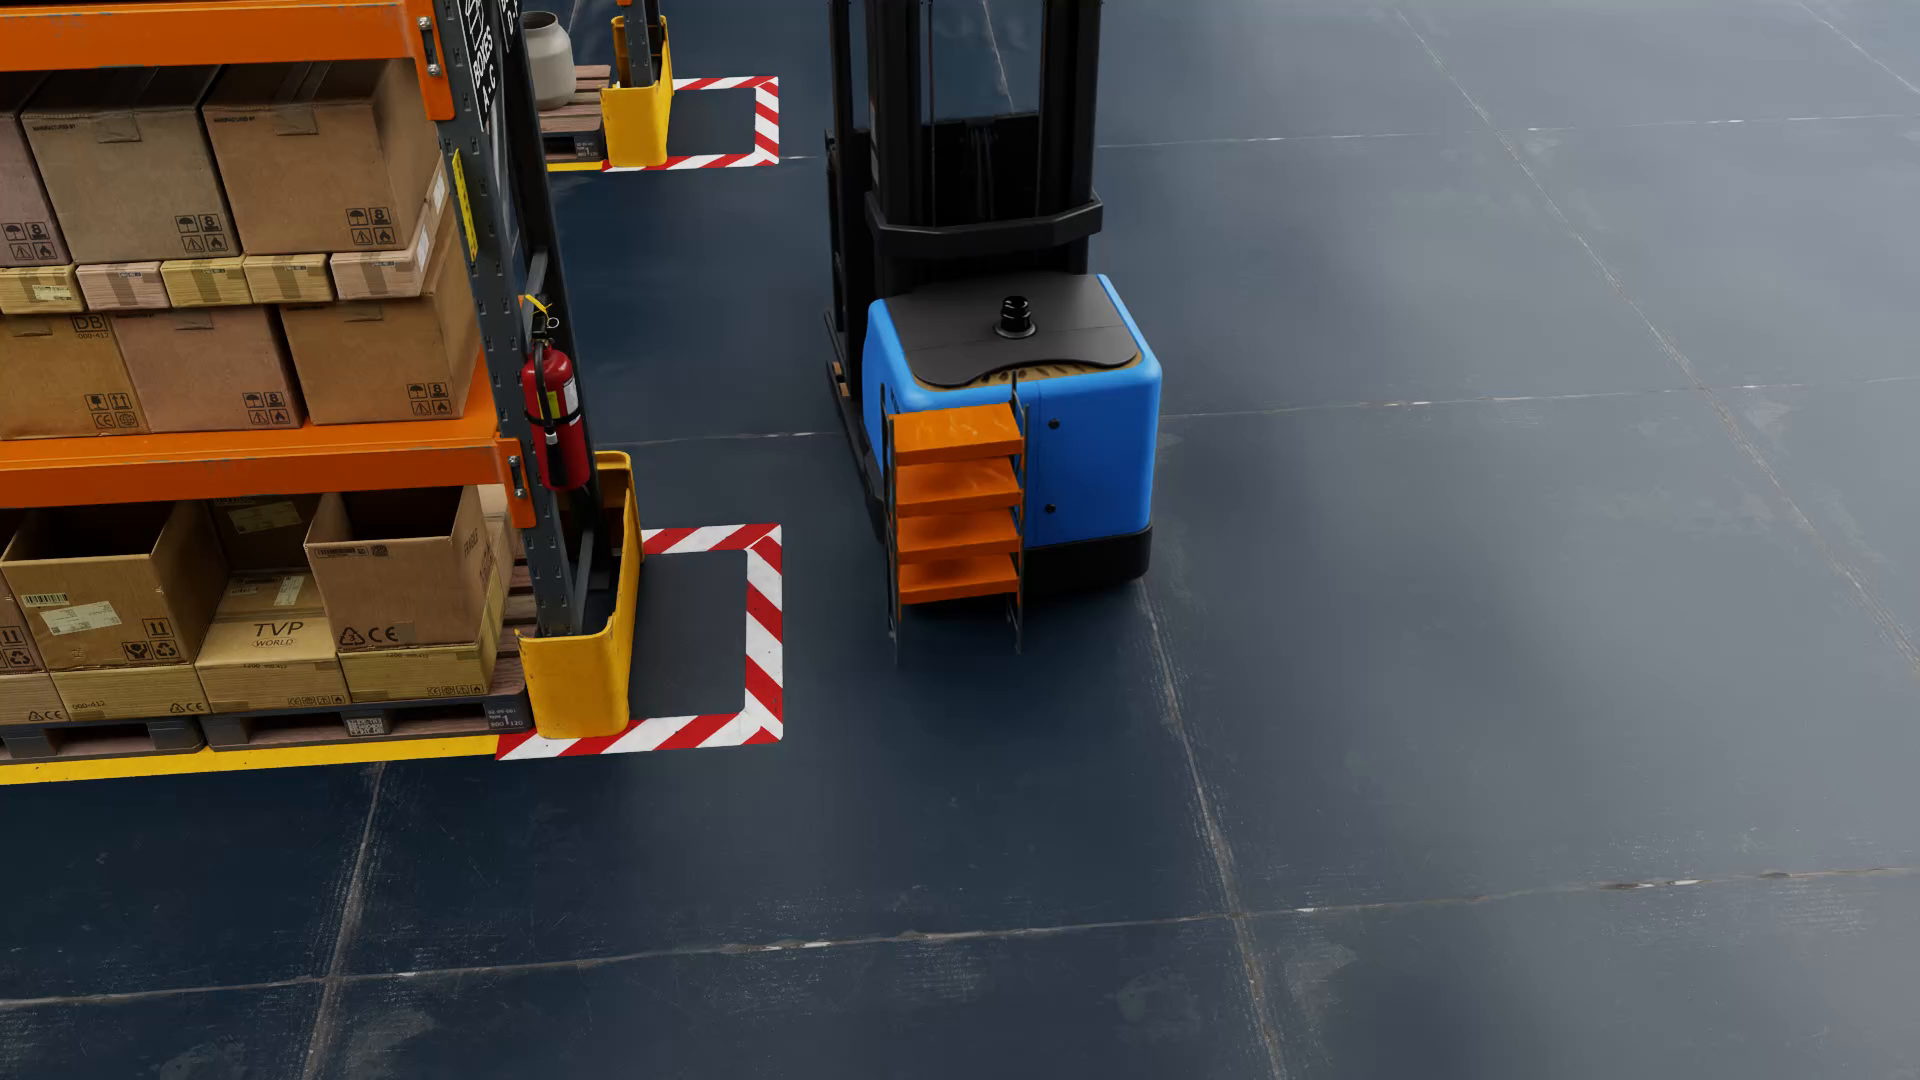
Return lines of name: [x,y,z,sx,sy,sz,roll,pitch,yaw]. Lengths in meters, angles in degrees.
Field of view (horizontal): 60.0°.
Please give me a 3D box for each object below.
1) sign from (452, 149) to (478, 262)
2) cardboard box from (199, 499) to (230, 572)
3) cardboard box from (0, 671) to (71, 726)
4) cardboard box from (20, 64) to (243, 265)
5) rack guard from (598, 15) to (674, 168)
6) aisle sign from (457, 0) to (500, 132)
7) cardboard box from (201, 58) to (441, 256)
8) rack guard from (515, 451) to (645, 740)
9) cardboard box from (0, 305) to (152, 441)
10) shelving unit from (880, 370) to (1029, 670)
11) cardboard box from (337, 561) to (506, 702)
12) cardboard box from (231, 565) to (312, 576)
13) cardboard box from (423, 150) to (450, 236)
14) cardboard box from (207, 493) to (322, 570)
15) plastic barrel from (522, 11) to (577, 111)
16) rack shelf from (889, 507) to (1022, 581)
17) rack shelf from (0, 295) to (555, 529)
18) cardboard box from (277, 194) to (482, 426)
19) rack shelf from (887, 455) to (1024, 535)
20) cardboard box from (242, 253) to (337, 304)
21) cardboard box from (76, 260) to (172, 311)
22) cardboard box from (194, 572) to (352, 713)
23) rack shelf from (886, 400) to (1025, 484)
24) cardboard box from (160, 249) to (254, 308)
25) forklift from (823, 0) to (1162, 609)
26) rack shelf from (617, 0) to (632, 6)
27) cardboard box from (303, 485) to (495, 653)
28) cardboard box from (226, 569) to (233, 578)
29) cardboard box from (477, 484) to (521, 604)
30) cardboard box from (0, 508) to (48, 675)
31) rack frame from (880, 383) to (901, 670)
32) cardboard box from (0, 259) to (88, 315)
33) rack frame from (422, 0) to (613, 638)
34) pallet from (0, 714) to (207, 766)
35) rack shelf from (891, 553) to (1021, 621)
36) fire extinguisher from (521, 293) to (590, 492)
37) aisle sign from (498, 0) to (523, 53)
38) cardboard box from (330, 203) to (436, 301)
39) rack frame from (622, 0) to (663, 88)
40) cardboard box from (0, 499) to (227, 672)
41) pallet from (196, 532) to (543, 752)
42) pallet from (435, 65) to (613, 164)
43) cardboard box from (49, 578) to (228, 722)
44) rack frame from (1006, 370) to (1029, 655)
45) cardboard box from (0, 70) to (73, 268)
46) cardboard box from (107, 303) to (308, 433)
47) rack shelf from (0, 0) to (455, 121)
sign: [-1.477,-0.999,4.969,0.005,0.325,0.100,-3,38,-4]
cardboard box: [-3.060,-0.211,6.371,0.500,0.500,0.500,-3,38,-4]
cardboard box: [-3.513,0.429,6.166,0.500,0.250,0.500,-3,38,-4]
cardboard box: [-2.554,-1.283,5.326,0.500,0.500,0.700,-4,38,-5]
rack guard: [-2.018,-2.829,10.432,0.348,0.500,1.175,-3,38,-4]
aisle sign: [-1.420,-1.630,4.796,0.004,0.787,0.394,-3,38,-4]
cardboard box: [-2.030,-1.315,5.367,0.500,0.500,0.700,-3,38,-4]
rack guard: [-1.488,0.193,6.602,0.348,0.500,1.175,-3,38,-4]
cardboard box: [-2.995,-0.753,5.702,0.500,0.500,0.700,-3,38,-4]
shelving unit: [-0.023,-0.056,6.350,0.503,1.200,0.258,-6,39,-8]
cardboard box: [-2.020,0.339,6.279,0.500,0.250,0.500,-3,38,-4]
cardboard box: [-2.563,0.049,6.647,0.500,0.250,0.500,-3,38,-4]
cardboard box: [-1.921,-1.193,5.735,0.250,0.149,0.380,-3,38,-4]
cardboard box: [-2.563,-0.246,6.416,0.500,0.500,0.500,-3,38,-4]
plastic barrel: [-2.595,-2.949,10.235,0.421,0.512,0.421,0,38,0]
rack shelf: [-0.023,-0.003,6.392,0.480,0.148,0.258,-6,39,-8]
rack shelf: [-3.504,-0.395,5.910,4.000,0.370,1.077,-3,38,-4]
cardboard box: [-1.978,-0.809,5.773,0.500,0.500,0.700,-3,38,-4]
rack shelf: [-0.022,-0.178,6.252,0.480,0.148,0.258,-6,39,-8]
cardboard box: [-2.136,-0.927,5.399,0.250,0.149,0.380,-2,38,-3]
cardboard box: [-2.641,-0.901,5.366,0.250,0.149,0.380,-3,38,-3]
cardboard box: [-2.516,0.374,6.235,0.500,0.250,0.500,-3,38,-4]
rack shelf: [-0.022,-0.362,6.104,0.480,0.148,0.258,-6,39,-8]
cardboard box: [-2.391,-0.913,5.382,0.250,0.149,0.380,-4,38,-5]
forklift: [-0.032,-1.784,7.145,1.130,2.935,3.031,-8,39,-10]
rack shelf: [-3.939,-3.452,9.784,4.000,0.370,1.077,-3,38,-4]
cardboard box: [-2.019,0.046,6.046,0.500,0.500,0.500,-3,38,-4]
cardboard box: [-3.061,0.076,6.612,0.500,0.250,0.500,-3,38,-4]
cardboard box: [-2.065,0.019,6.684,0.500,0.250,0.500,-3,38,-4]
cardboard box: [-3.512,0.136,5.931,0.500,0.500,0.500,-3,38,-4]
rack frame: [-0.263,-0.028,6.316,0.015,1.200,0.240,-6,39,-8]
cardboard box: [-2.903,-0.886,5.347,0.250,0.149,0.380,-2,38,-3]
rack frame: [-1.512,-0.787,5.826,0.127,3.000,1.000,-3,38,-4]
pallet: [-3.482,0.440,6.522,1.213,0.211,1.003,-3,38,-4]
rack shelf: [-0.023,0.152,6.516,0.480,0.148,0.258,-6,39,-8]
fire extinguisher: [-1.353,-0.477,5.495,0.183,0.674,0.296,-3,38,-4]
aisle sign: [-1.473,-2.000,5.265,0.004,0.787,0.394,-3,38,-4]
cardboard box: [-1.875,-0.943,5.419,0.250,0.149,0.380,-4,38,-5]
rack frame: [-1.947,-3.844,9.700,0.127,3.000,1.000,-3,38,-4]
cardboard box: [-3.014,0.110,5.965,0.500,0.500,0.500,-3,38,-4]
pallet: [-2.270,0.375,6.604,1.213,0.211,1.003,-3,38,-4]
pallet: [-2.828,-2.674,10.469,1.213,0.211,1.003,-3,38,-4]
cardboard box: [-3.014,0.402,6.199,0.500,0.250,0.500,-3,38,-4]
rack frame: [0.217,-0.083,6.385,0.015,1.200,0.240,-6,39,-8]
cardboard box: [-3.056,-1.255,5.291,0.500,0.500,0.700,-3,38,-4]
cardboard box: [-2.500,-0.777,5.732,0.500,0.500,0.700,-2,38,-3]
rack shelf: [-3.504,-1.573,4.981,4.000,0.370,1.077,-3,38,-4]
